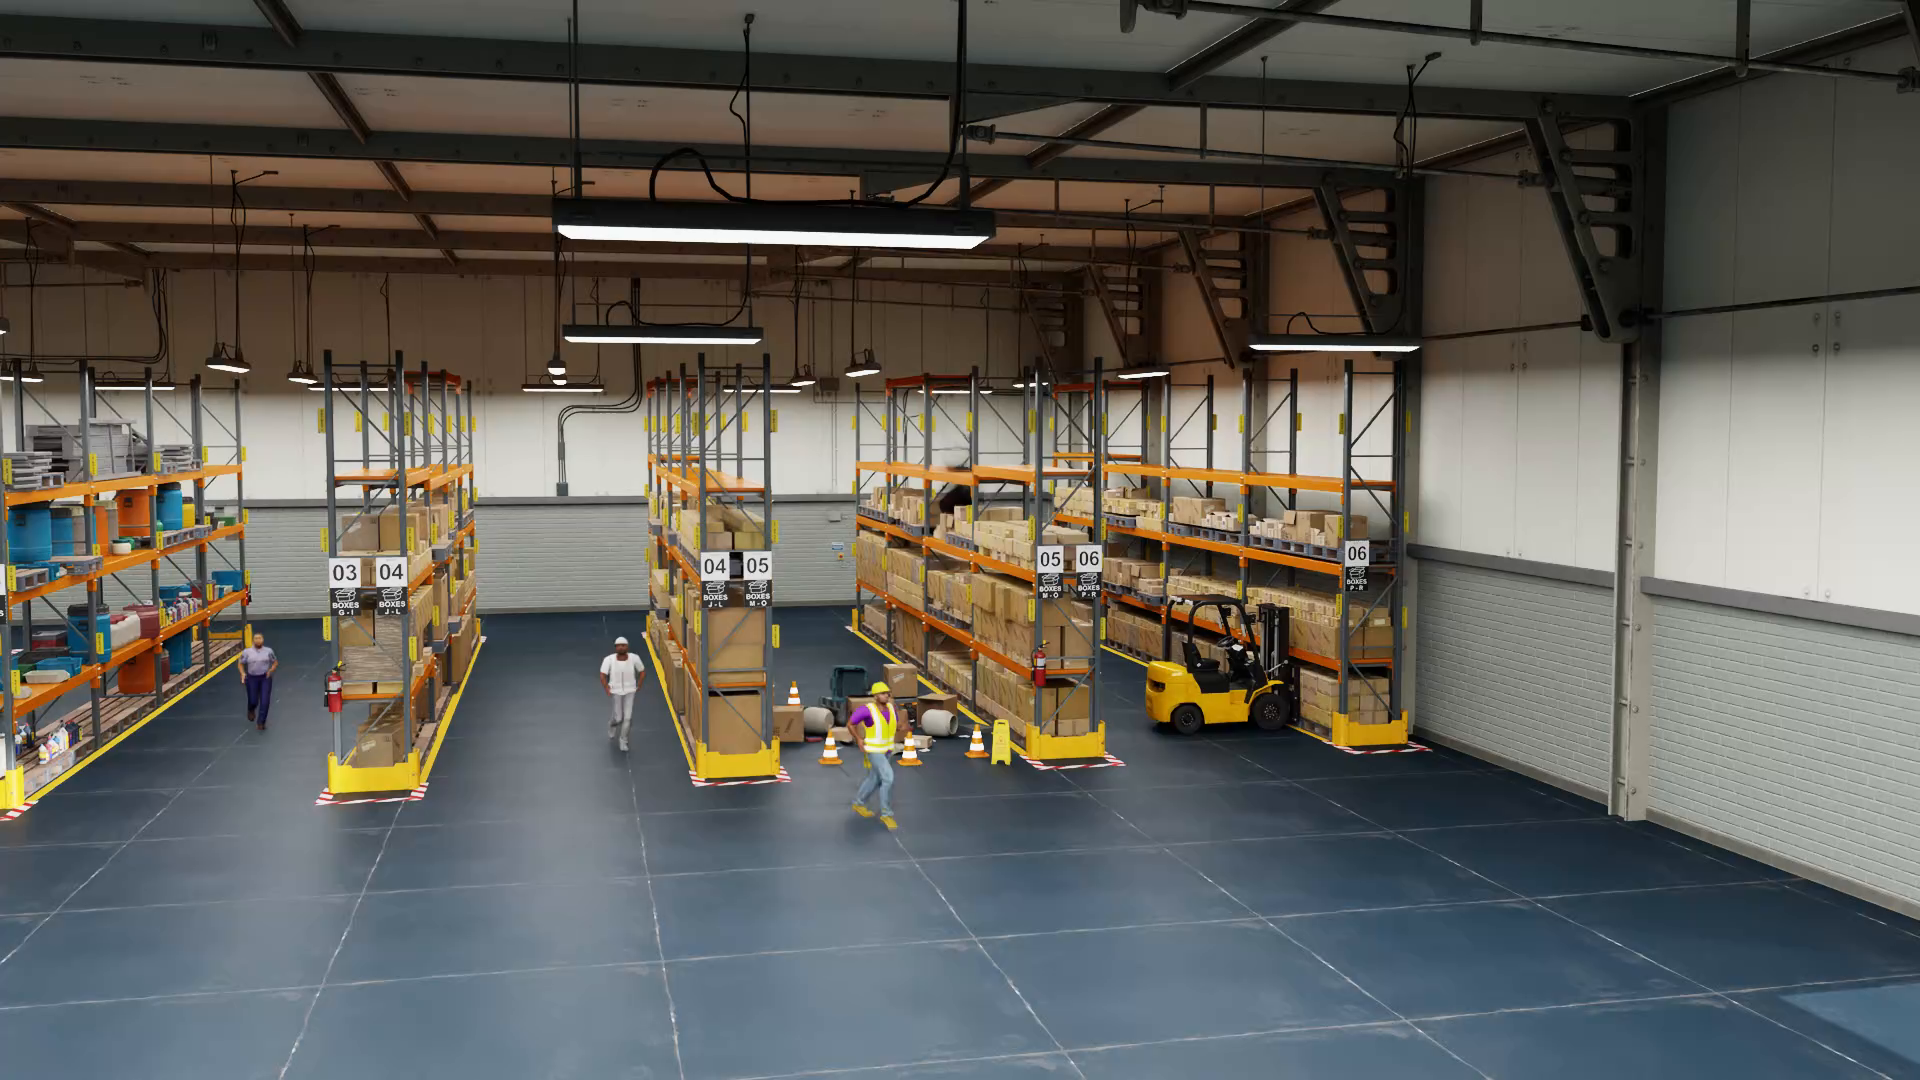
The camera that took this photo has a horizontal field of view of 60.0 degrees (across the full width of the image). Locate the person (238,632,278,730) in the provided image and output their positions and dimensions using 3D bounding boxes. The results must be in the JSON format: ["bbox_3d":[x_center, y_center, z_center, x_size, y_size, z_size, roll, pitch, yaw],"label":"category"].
[{"bbox_3d":[-11.487,2.317,27.248,0.607,1.583,0.551,-2,5,-28],"label":"person"}]

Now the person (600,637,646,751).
[{"bbox_3d":[-5.209,2.356,25.742,0.698,1.741,0.662,-1,4,-16],"label":"person"}]

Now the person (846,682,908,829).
[{"bbox_3d":[-1.021,2.679,20.857,0.788,1.831,0.665,3,5,34],"label":"person"}]
